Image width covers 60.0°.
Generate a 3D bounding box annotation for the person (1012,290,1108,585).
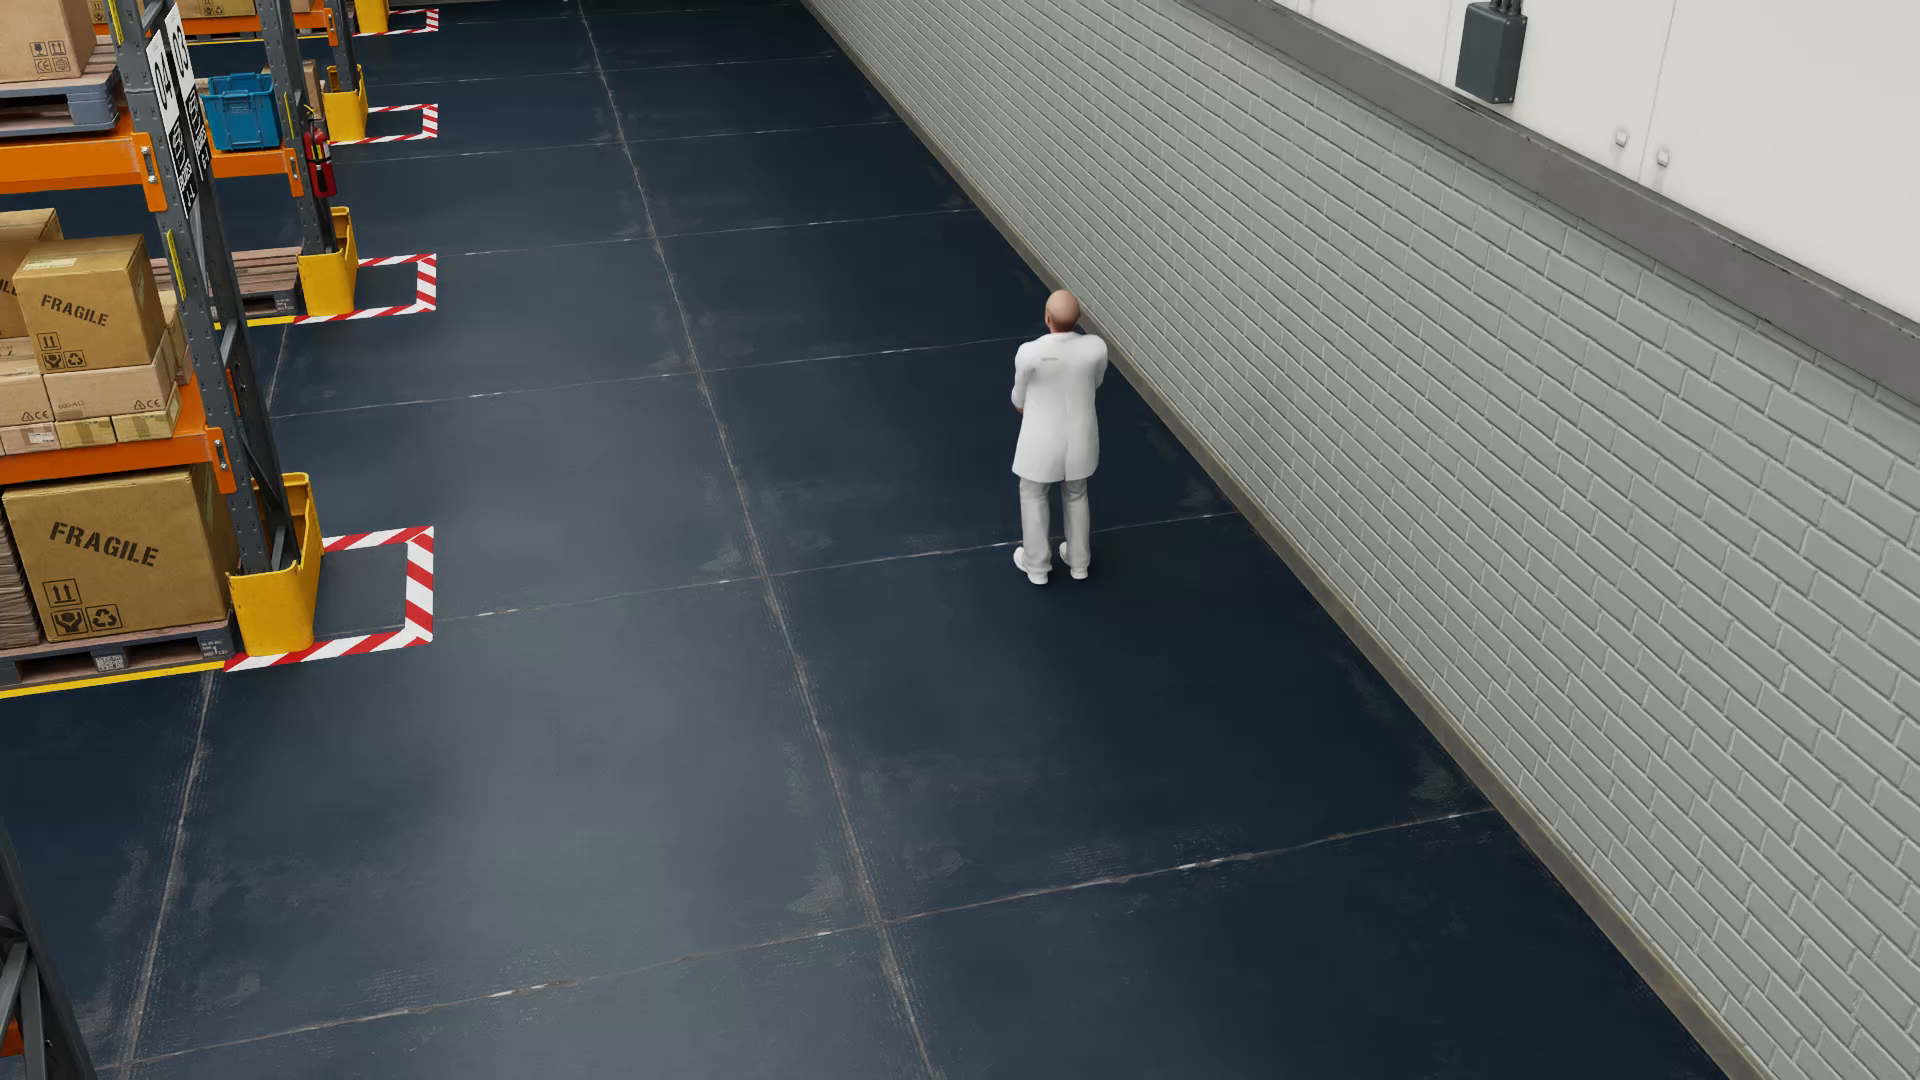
[{"bbox_3d":[0.517,-0.630,9.364,0.530,1.769,0.563,-7,31,-13],"label":"person"}]
